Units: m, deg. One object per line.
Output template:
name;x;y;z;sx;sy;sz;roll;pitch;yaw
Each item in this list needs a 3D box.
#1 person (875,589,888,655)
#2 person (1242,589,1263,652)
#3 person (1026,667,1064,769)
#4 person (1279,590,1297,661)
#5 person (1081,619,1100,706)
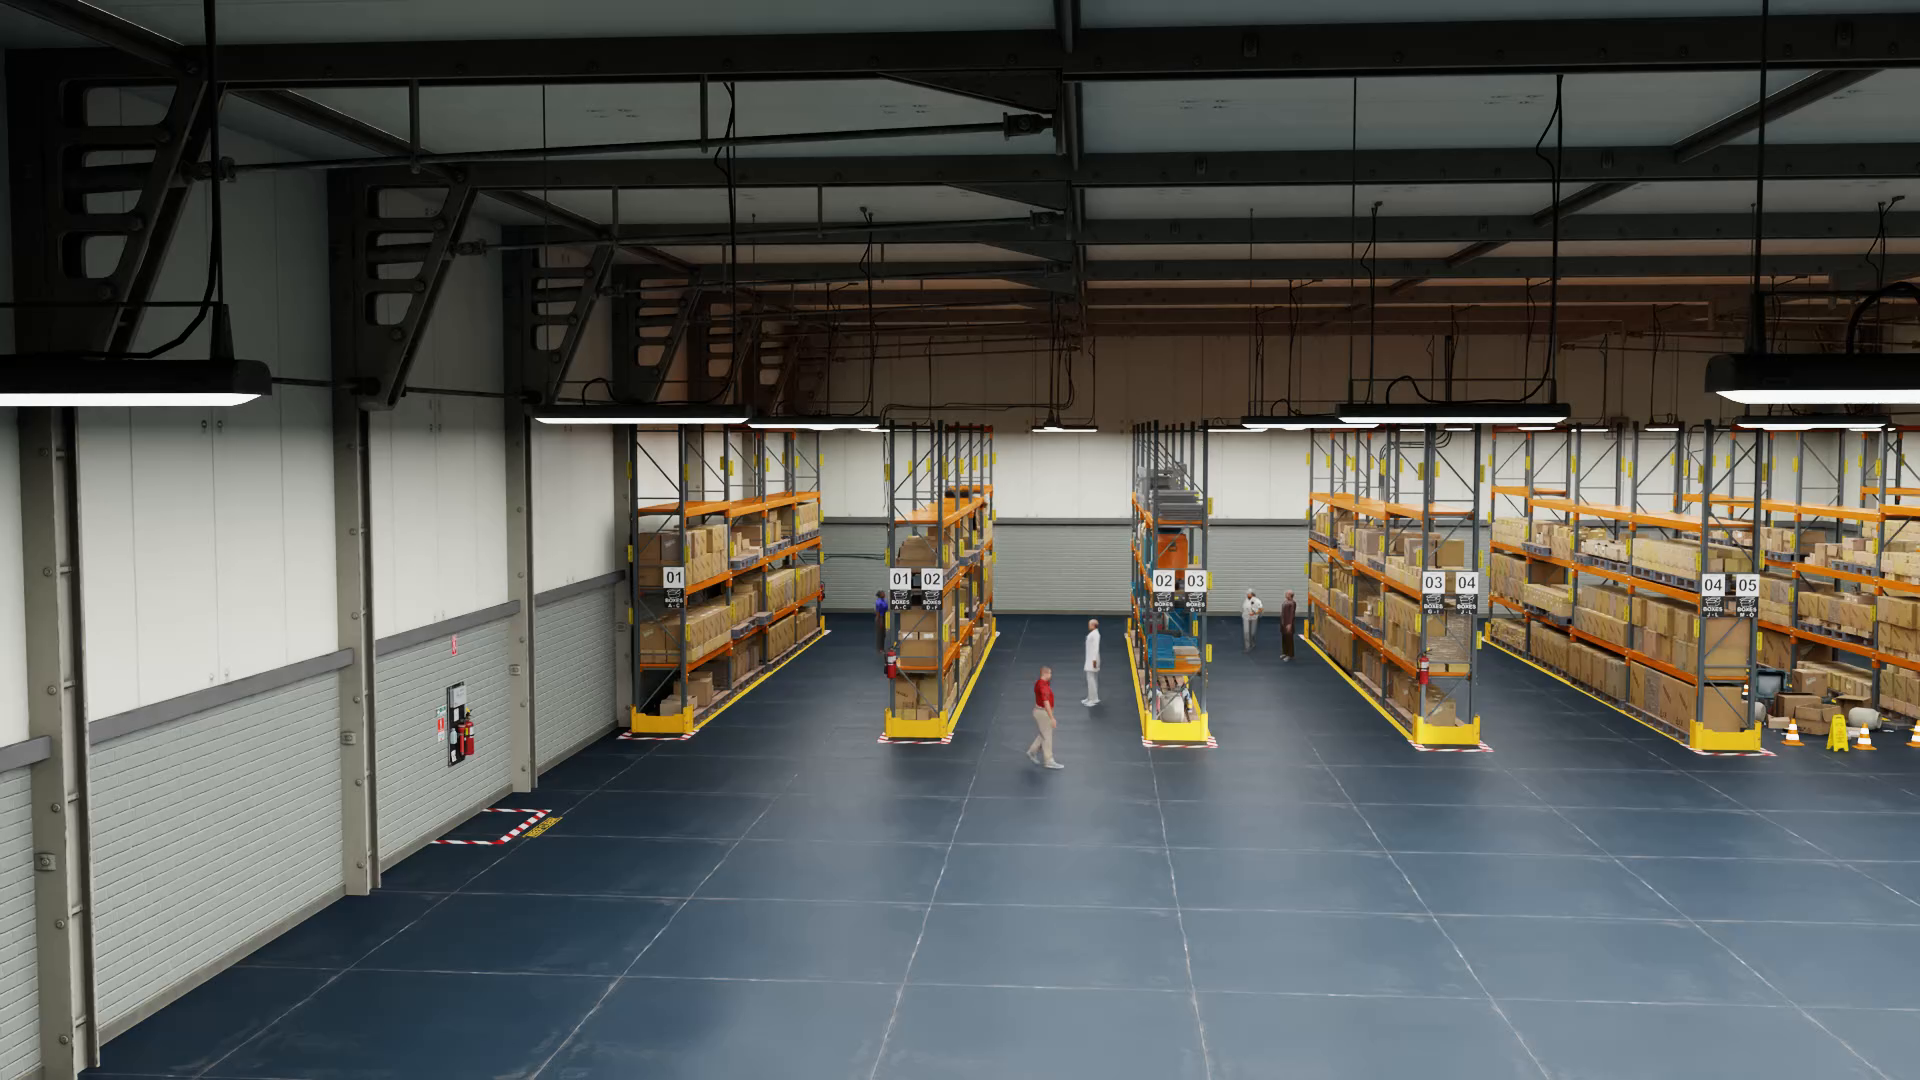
person;-1.987;2.080;42.223;0.331;1.643;0.504;2;4;25
person;7.759;2.137;44.154;0.537;1.697;0.746;1;4;8
person;1.473;3.043;28.657;0.569;1.729;0.654;0;4;-8
person;8.310;2.166;42.305;0.442;1.807;0.599;-2;4;-23
person;2.785;2.605;35.389;0.400;1.828;0.657;0;4;3
